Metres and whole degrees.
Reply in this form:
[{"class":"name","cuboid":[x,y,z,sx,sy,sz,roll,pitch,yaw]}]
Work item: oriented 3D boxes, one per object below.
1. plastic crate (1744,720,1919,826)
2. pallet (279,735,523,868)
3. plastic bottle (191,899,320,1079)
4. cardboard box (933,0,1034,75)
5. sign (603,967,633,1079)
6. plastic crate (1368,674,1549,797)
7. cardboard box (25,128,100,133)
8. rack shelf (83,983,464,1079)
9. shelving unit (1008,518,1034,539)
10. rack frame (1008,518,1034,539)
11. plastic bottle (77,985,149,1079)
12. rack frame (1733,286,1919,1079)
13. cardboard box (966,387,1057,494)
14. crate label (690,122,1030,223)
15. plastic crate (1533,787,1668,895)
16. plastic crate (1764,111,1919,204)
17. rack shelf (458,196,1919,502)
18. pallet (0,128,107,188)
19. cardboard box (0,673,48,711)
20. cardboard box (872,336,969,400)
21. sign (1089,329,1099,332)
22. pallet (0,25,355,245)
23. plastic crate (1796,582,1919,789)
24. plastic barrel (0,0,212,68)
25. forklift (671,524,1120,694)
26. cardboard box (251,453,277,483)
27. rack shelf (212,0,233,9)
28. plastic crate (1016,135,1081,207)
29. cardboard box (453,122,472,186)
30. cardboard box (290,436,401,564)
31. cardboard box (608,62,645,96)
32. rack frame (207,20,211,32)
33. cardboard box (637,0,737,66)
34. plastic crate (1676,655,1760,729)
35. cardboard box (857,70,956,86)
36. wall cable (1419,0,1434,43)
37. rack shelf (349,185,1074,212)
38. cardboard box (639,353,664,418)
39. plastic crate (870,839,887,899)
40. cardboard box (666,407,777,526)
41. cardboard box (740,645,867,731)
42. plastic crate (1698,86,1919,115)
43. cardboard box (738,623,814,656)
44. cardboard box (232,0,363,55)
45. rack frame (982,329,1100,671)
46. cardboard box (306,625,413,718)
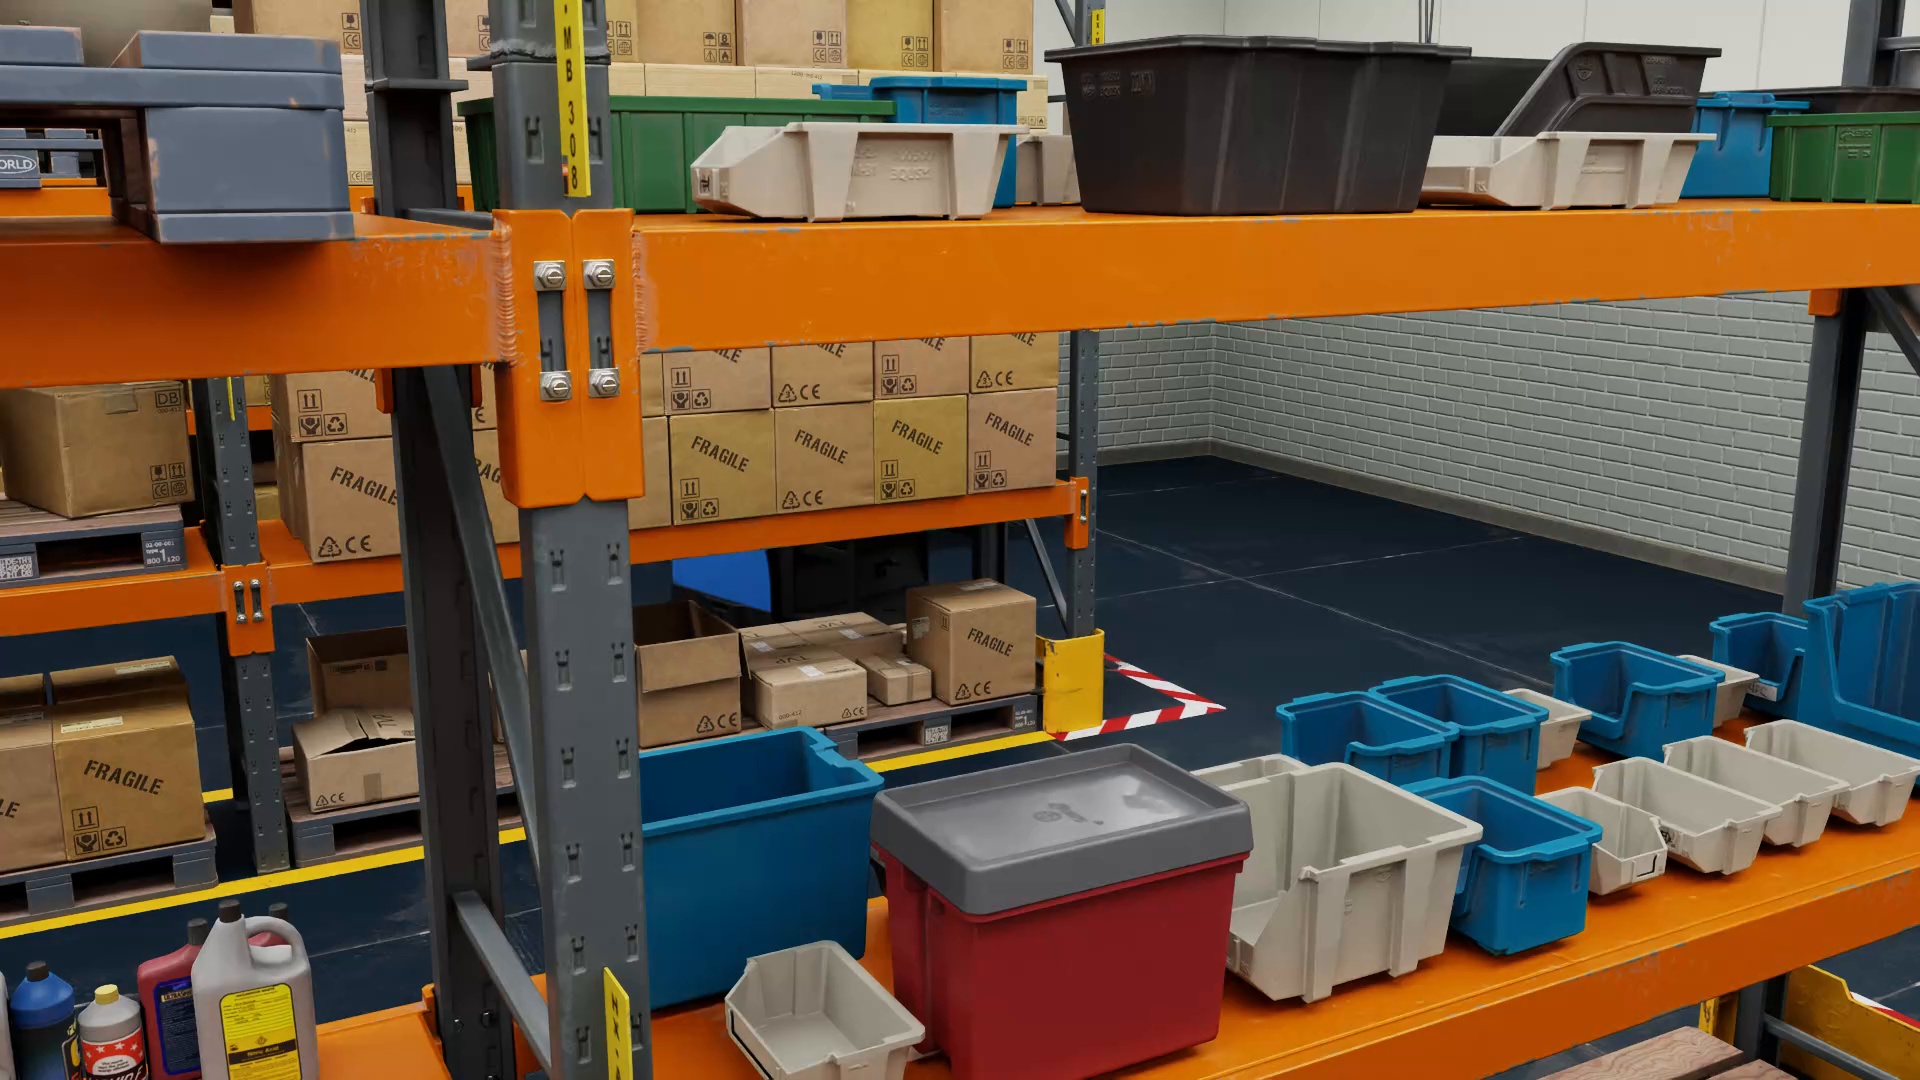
[{"class":"plastic crate","cuboid":[2.155,0.585,4.144,0.243,0.136,0.396,-7,14,-28]},{"class":"pallet","cuboid":[-2.494,1.119,7.657,1.213,0.211,1.003,-7,14,-28]},{"class":"plastic bottle","cuboid":[-1.227,0.788,2.887,0.185,0.351,0.144,-7,14,-28]},{"class":"cardboard box","cuboid":[-0.030,-2.533,8.197,0.500,0.500,0.700,-7,14,-28]},{"class":"sign","cuboid":[-0.465,0.757,2.285,0.005,0.325,0.100,-7,14,-28]},{"class":"plastic crate","cuboid":[1.253,0.518,4.220,0.300,0.233,0.416,-7,14,-28]},{"class":"cardboard box","cuboid":[-3.575,-1.897,6.461,0.600,0.600,0.600,-8,15,-33]},{"class":"rack shelf","cuboid":[-2.483,1.347,1.932,4.000,0.370,1.077,-7,14,-28]},{"class":"shelving unit","cuboid":[0.006,-0.549,12.989,1.048,1.125,0.538,-7,14,-28]},{"class":"rack frame","cuboid":[0.452,-0.603,13.226,0.032,1.125,0.500,-7,14,-28]},{"class":"plastic bottle","cuboid":[-1.463,0.868,2.871,0.097,0.201,0.097,0,13,0]},{"class":"rack frame","cuboid":[2.784,0.365,4.658,0.127,3.000,1.000,-7,14,-28]},{"class":"cardboard box","cuboid":[0.151,-0.540,8.447,0.500,0.500,0.500,-6,14,-26]},{"class":"crate label","cuboid":[-0.159,-0.545,2.469,0.466,0.136,0.293,-7,14,-28]},{"class":"plastic crate","cuboid":[1.410,0.681,3.715,0.250,0.136,0.298,-7,14,-28]},{"class":"plastic crate","cuboid":[2.055,-0.837,3.646,0.336,0.188,0.450,-7,14,-28]},{"class":"rack shelf","cuboid":[1.028,-0.537,3.472,4.000,0.370,1.077,-7,14,-28]},{"class":"pallet","cuboid":[-3.704,-1.486,6.478,1.003,0.211,1.213,-7,14,-28]},{"class":"cardboard box","cuboid":[-4.102,0.897,6.981,0.500,0.500,0.500,-7,14,-27]},{"class":"cardboard box","cuboid":[-0.288,-0.974,8.100,0.500,0.500,0.500,-6,14,-26]},{"class":"sign","cuboid":[0.662,-1.200,8.254,0.005,0.325,0.100,-7,14,-28]},{"class":"pallet","cuboid":[-1.369,-0.485,2.029,1.003,0.211,1.213,-7,14,-28]},{"class":"plastic crate","cuboid":[2.579,0.389,4.331,0.499,0.435,0.616,-7,14,-28]},{"class":"plastic barrel","cuboid":[-1.309,-0.942,2.366,0.433,0.535,0.433,0,13,0]},{"class":"forklift","cuboid":[-0.432,-0.709,9.585,1.130,2.935,3.031,-12,18,-44]},{"class":"cardboard box","cuboid":[-4.991,-0.508,11.792,0.250,0.149,0.380,-7,14,-28]},{"class":"rack shelf","cuboid":[-3.719,-3.715,11.670,4.000,0.370,1.077,-7,14,-28]},{"class":"plastic crate","cuboid":[0.207,-0.757,3.408,0.466,0.136,0.293,-7,14,-28]},{"class":"cardboard box","cuboid":[-2.111,-1.615,6.964,0.500,0.250,0.500,-7,14,-28]},{"class":"cardboard box","cuboid":[-2.520,-0.220,7.025,0.500,0.500,0.500,-6,14,-26]},{"class":"cardboard box","cuboid":[-1.669,-1.910,7.137,0.500,0.250,0.500,-7,14,-28]},{"class":"rack frame","cuboid":[-3.097,-3.096,6.372,0.127,3.000,1.000,-7,14,-28]},{"class":"cardboard box","cuboid":[-1.380,-2.389,7.556,0.500,0.500,0.700,-7,14,-28]},{"class":"plastic crate","cuboid":[2.088,0.444,4.767,0.298,0.136,0.250,-7,14,-28]},{"class":"cardboard box","cuboid":[-0.354,-2.069,7.841,0.500,0.250,0.500,-7,14,-28]},{"class":"wall cable","cuboid":[3.172,-3.483,15.161,0.112,2.526,3.097,-7,14,-28]},{"class":"rack shelf","cuboid":[-1.342,-1.492,7.716,4.000,0.370,1.077,-7,14,-28]},{"class":"cardboard box","cuboid":[-1.645,-0.810,7.371,0.500,0.500,0.500,-7,15,-30]},{"class":"plastic crate","cuboid":[0.126,0.721,3.565,0.590,0.125,0.437,-7,14,-28]},{"class":"cardboard box","cuboid":[-1.186,-0.380,7.738,0.500,0.500,0.500,-7,14,-29]},{"class":"cardboard box","cuboid":[-0.794,0.735,8.271,0.500,0.250,0.500,-7,14,-28]},{"class":"plastic crate","cuboid":[2.312,-1.048,4.401,0.590,0.269,0.497,-7,14,-28]},{"class":"cardboard box","cuboid":[-1.077,0.644,8.676,0.500,0.250,0.500,-7,14,-28]},{"class":"cardboard box","cuboid":[-2.689,-2.228,6.841,0.500,0.500,0.700,-7,14,-28]},{"class":"rack frame","cuboid":[0.413,-0.590,8.901,0.127,3.000,1.000,-7,14,-28]},{"class":"cardboard box","cuboid":[-2.733,0.721,7.766,0.500,0.500,0.500,-7,14,-28]}]
